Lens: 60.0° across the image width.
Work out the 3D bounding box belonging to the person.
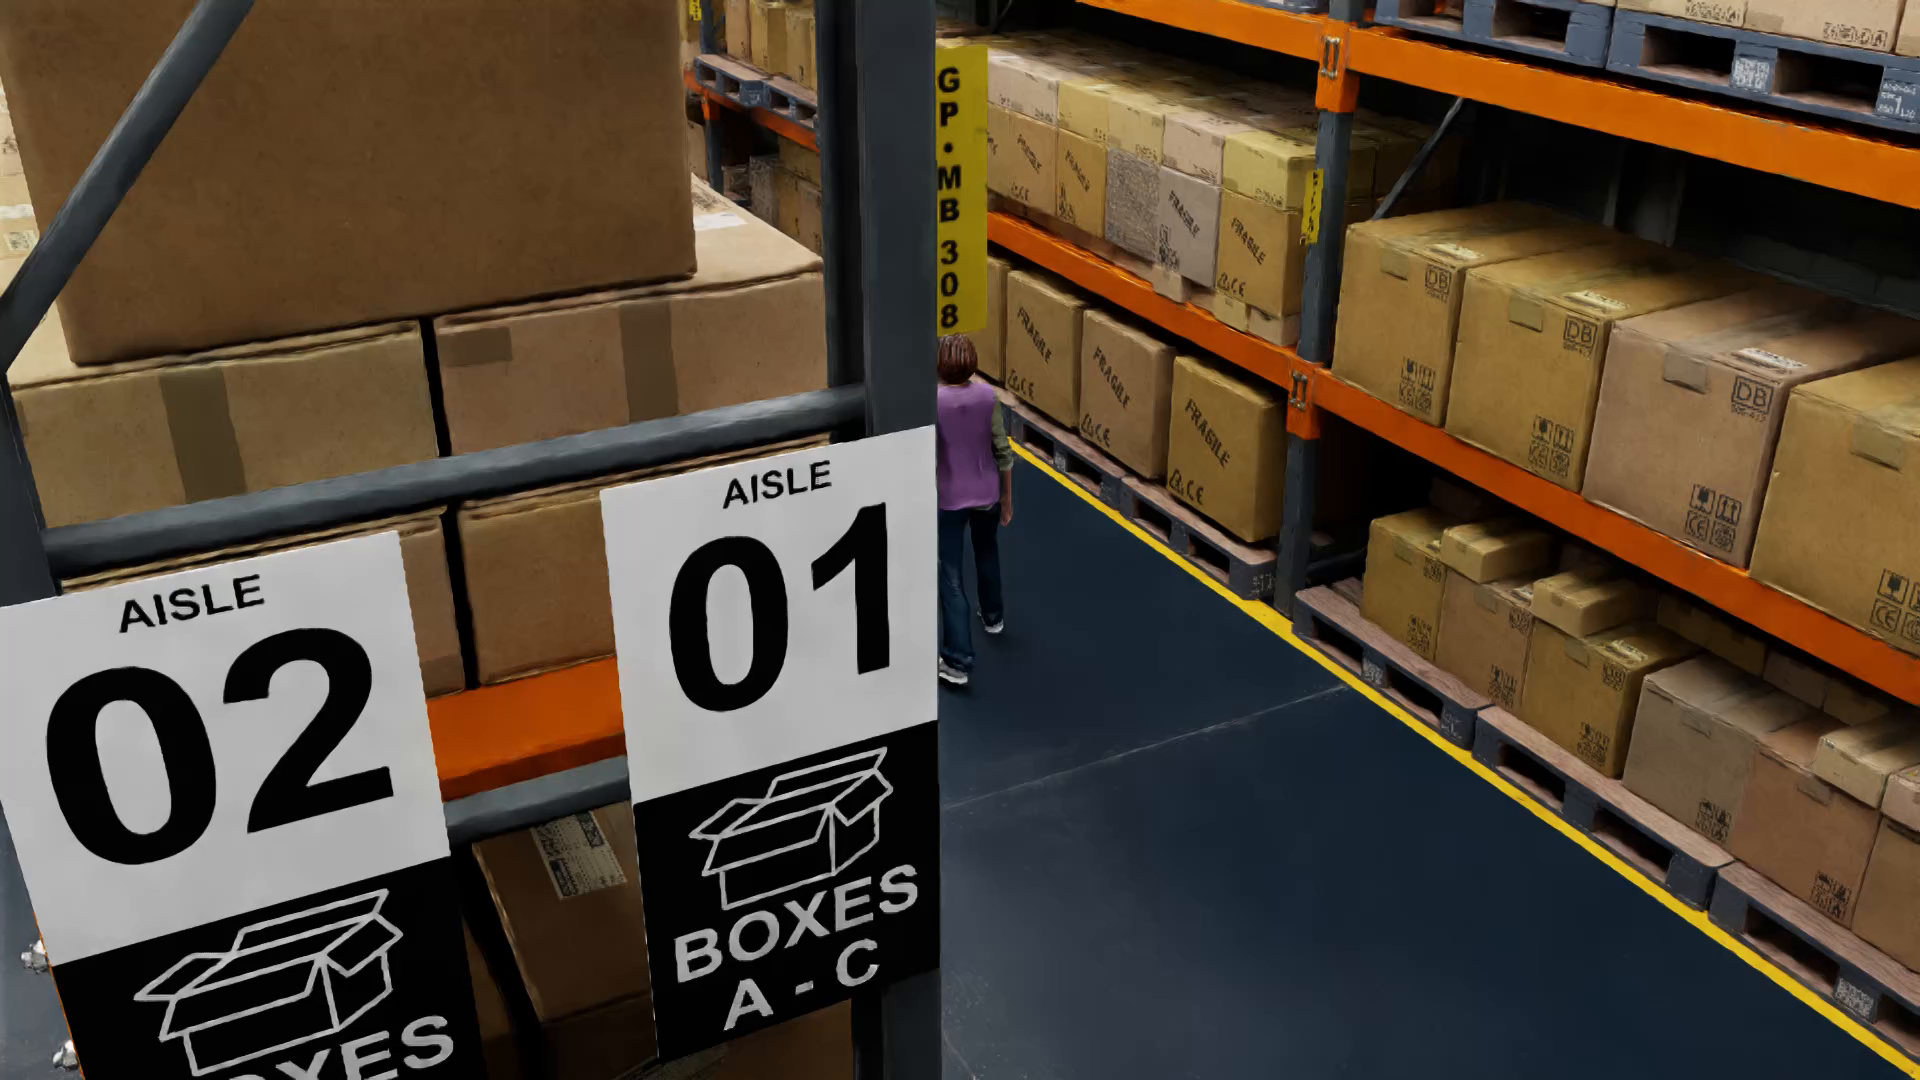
[{"bbox_3d":[0.034,-0.183,7.518,0.500,1.545,0.733,-8,27,-16],"label":"person"}]
